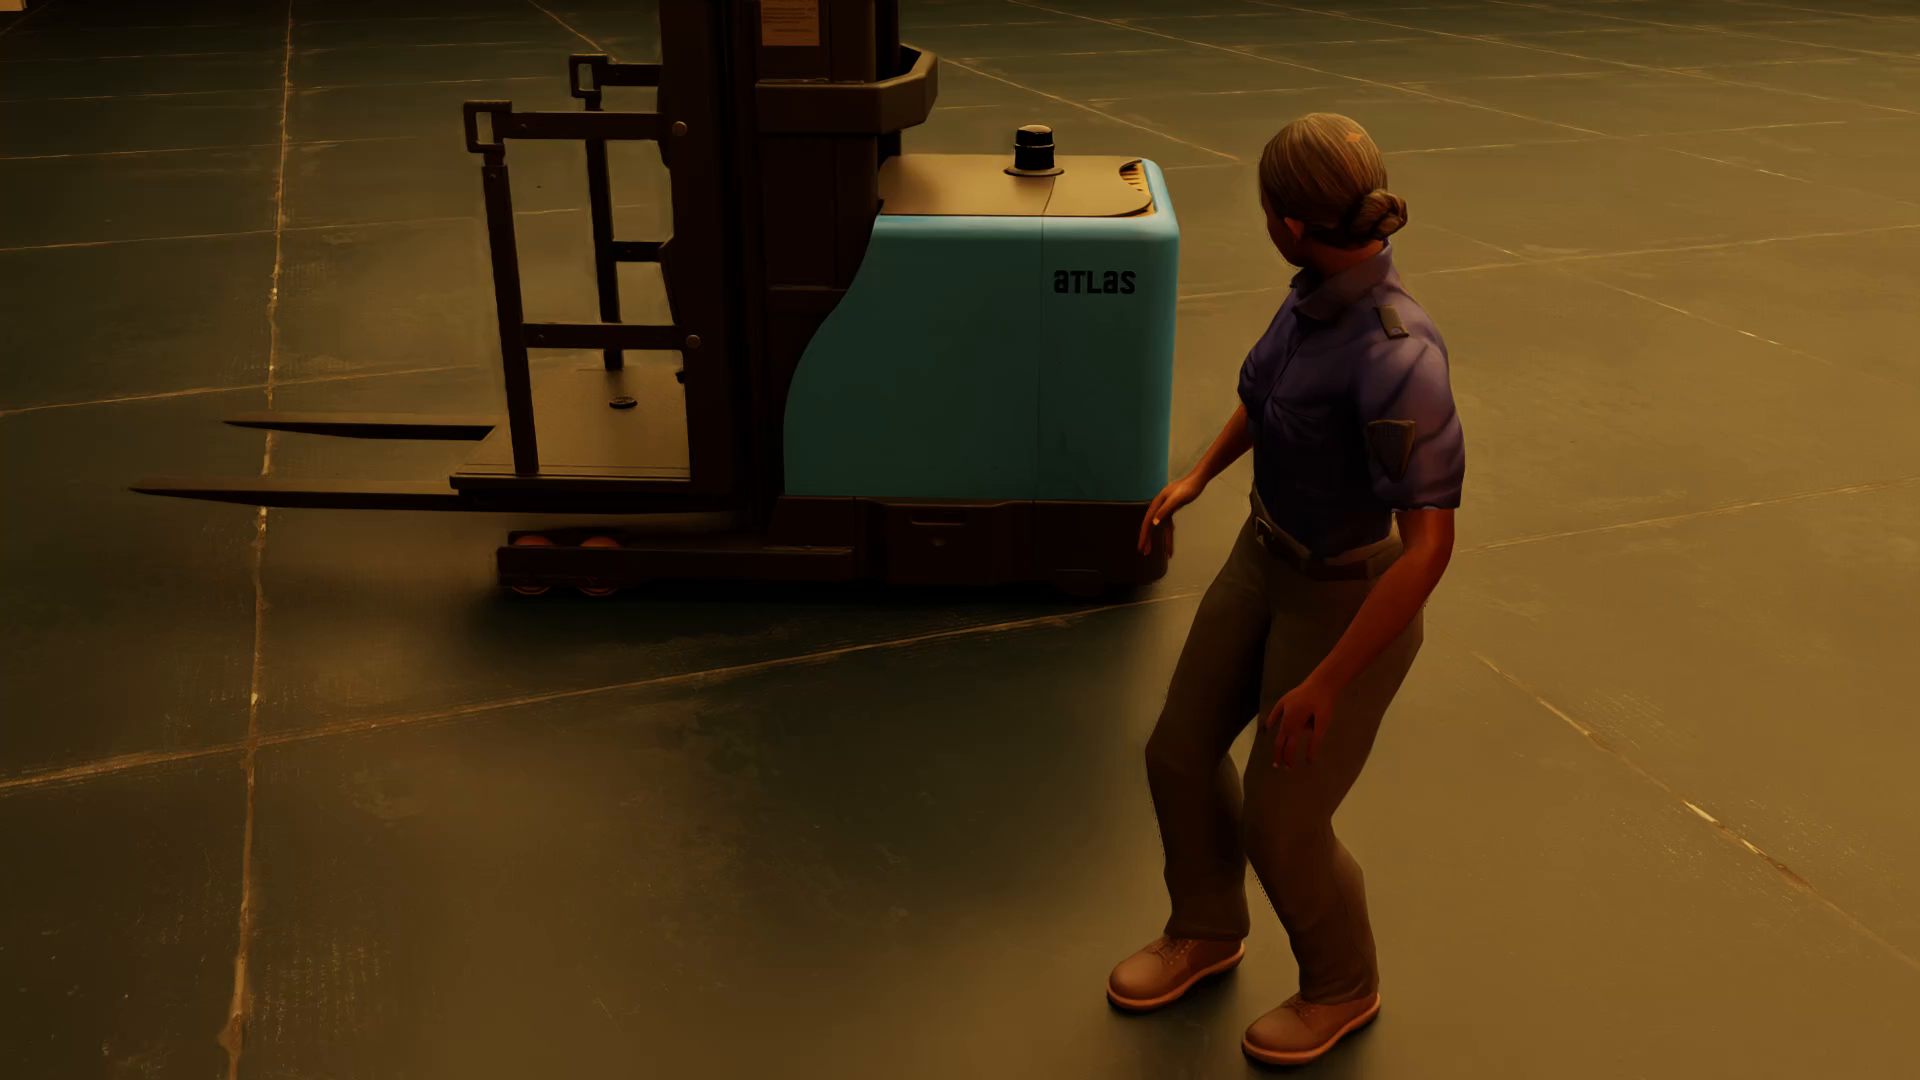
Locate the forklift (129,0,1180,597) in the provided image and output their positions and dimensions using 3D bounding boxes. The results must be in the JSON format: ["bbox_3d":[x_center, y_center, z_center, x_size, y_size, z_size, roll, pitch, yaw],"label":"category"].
[{"bbox_3d":[-0.906,-1.394,4.614,3.031,2.935,1.130,1,23,3],"label":"forklift"}]

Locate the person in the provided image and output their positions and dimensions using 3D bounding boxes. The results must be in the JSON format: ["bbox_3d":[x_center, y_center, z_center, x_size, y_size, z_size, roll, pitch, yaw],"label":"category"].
[{"bbox_3d":[0.530,0.129,2.708,0.463,1.621,0.655,-7,24,-16],"label":"person"}]
